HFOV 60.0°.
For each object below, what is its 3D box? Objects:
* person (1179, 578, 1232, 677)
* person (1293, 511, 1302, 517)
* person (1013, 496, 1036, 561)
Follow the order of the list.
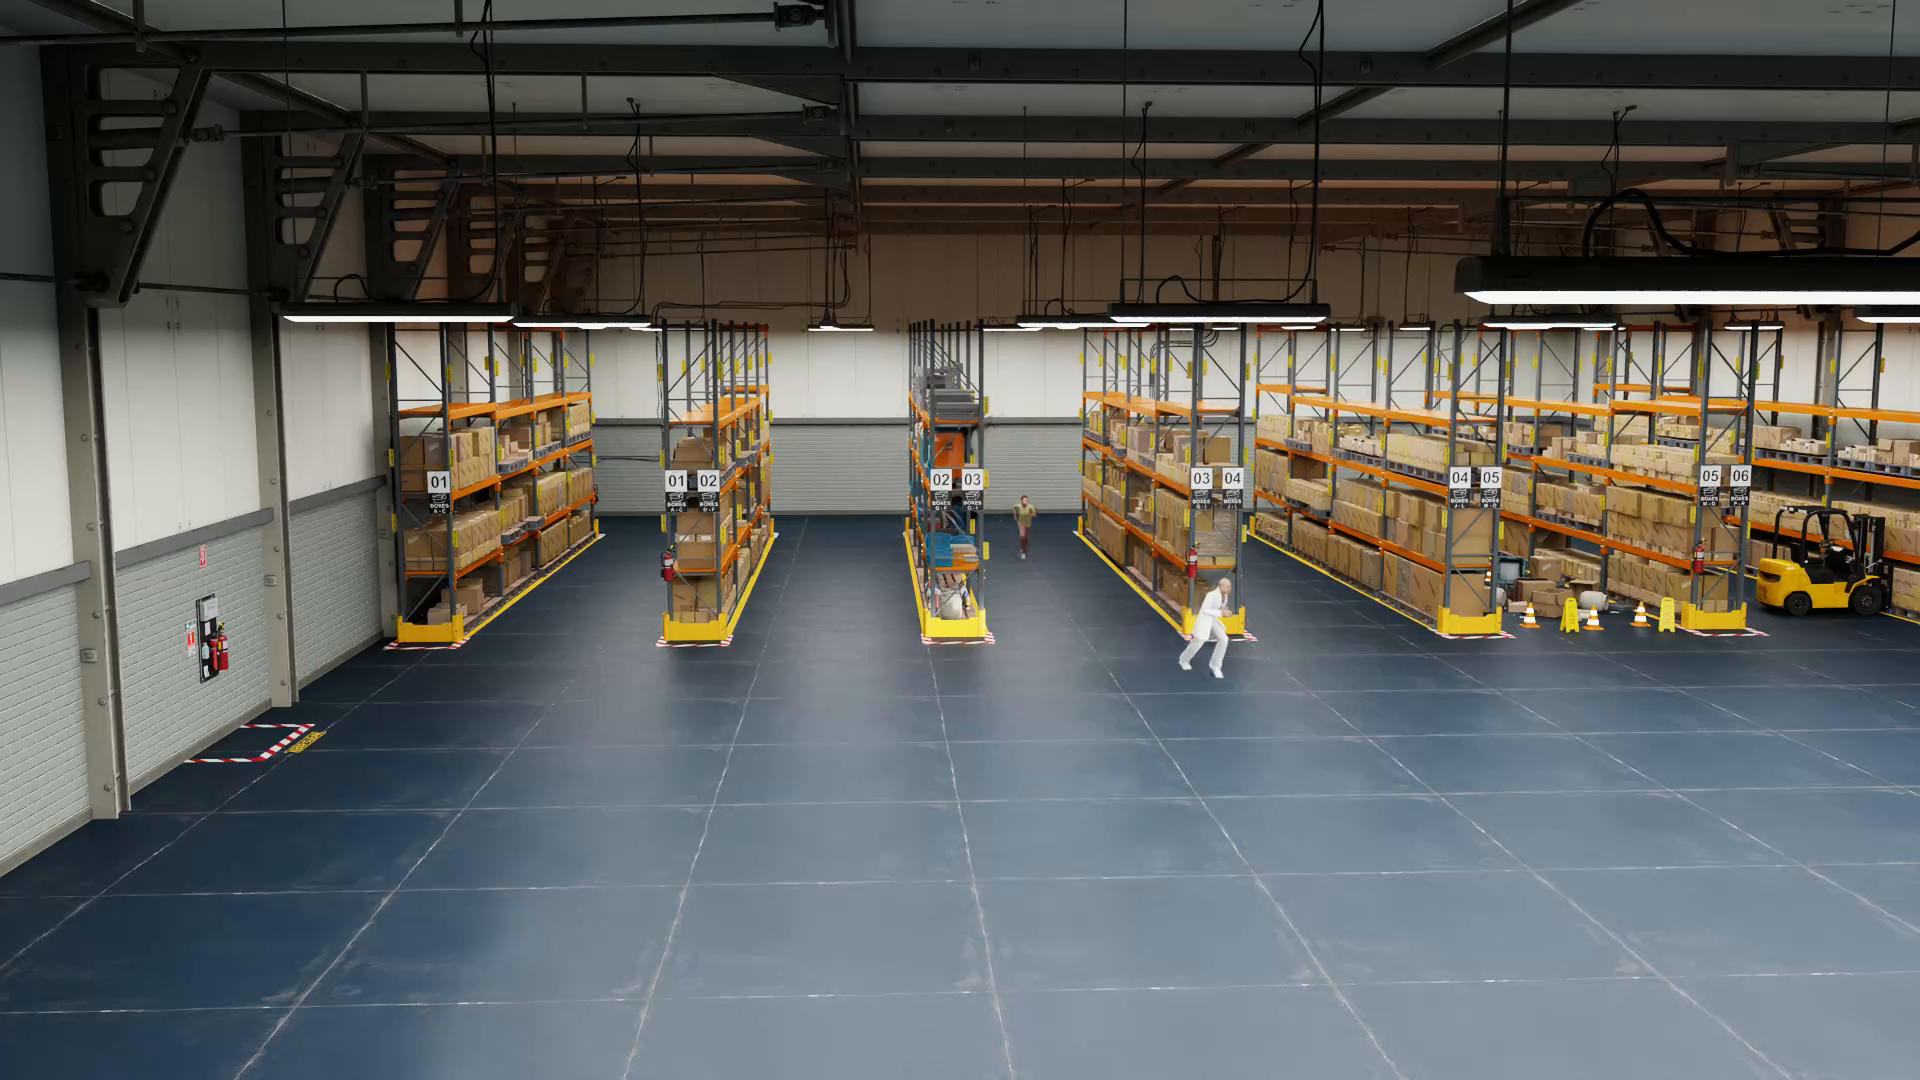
[{"bbox_3d":[4.159,1.529,28.050,1.073,1.607,0.752,6,9,41],"label":"person"},{"bbox_3d":[9.842,-1.114,48.900,0.664,1.662,0.680,-6,9,-40],"label":"person"},{"bbox_3d":[1.644,-0.337,42.535,0.573,1.655,0.900,-1,7,-6],"label":"person"}]
